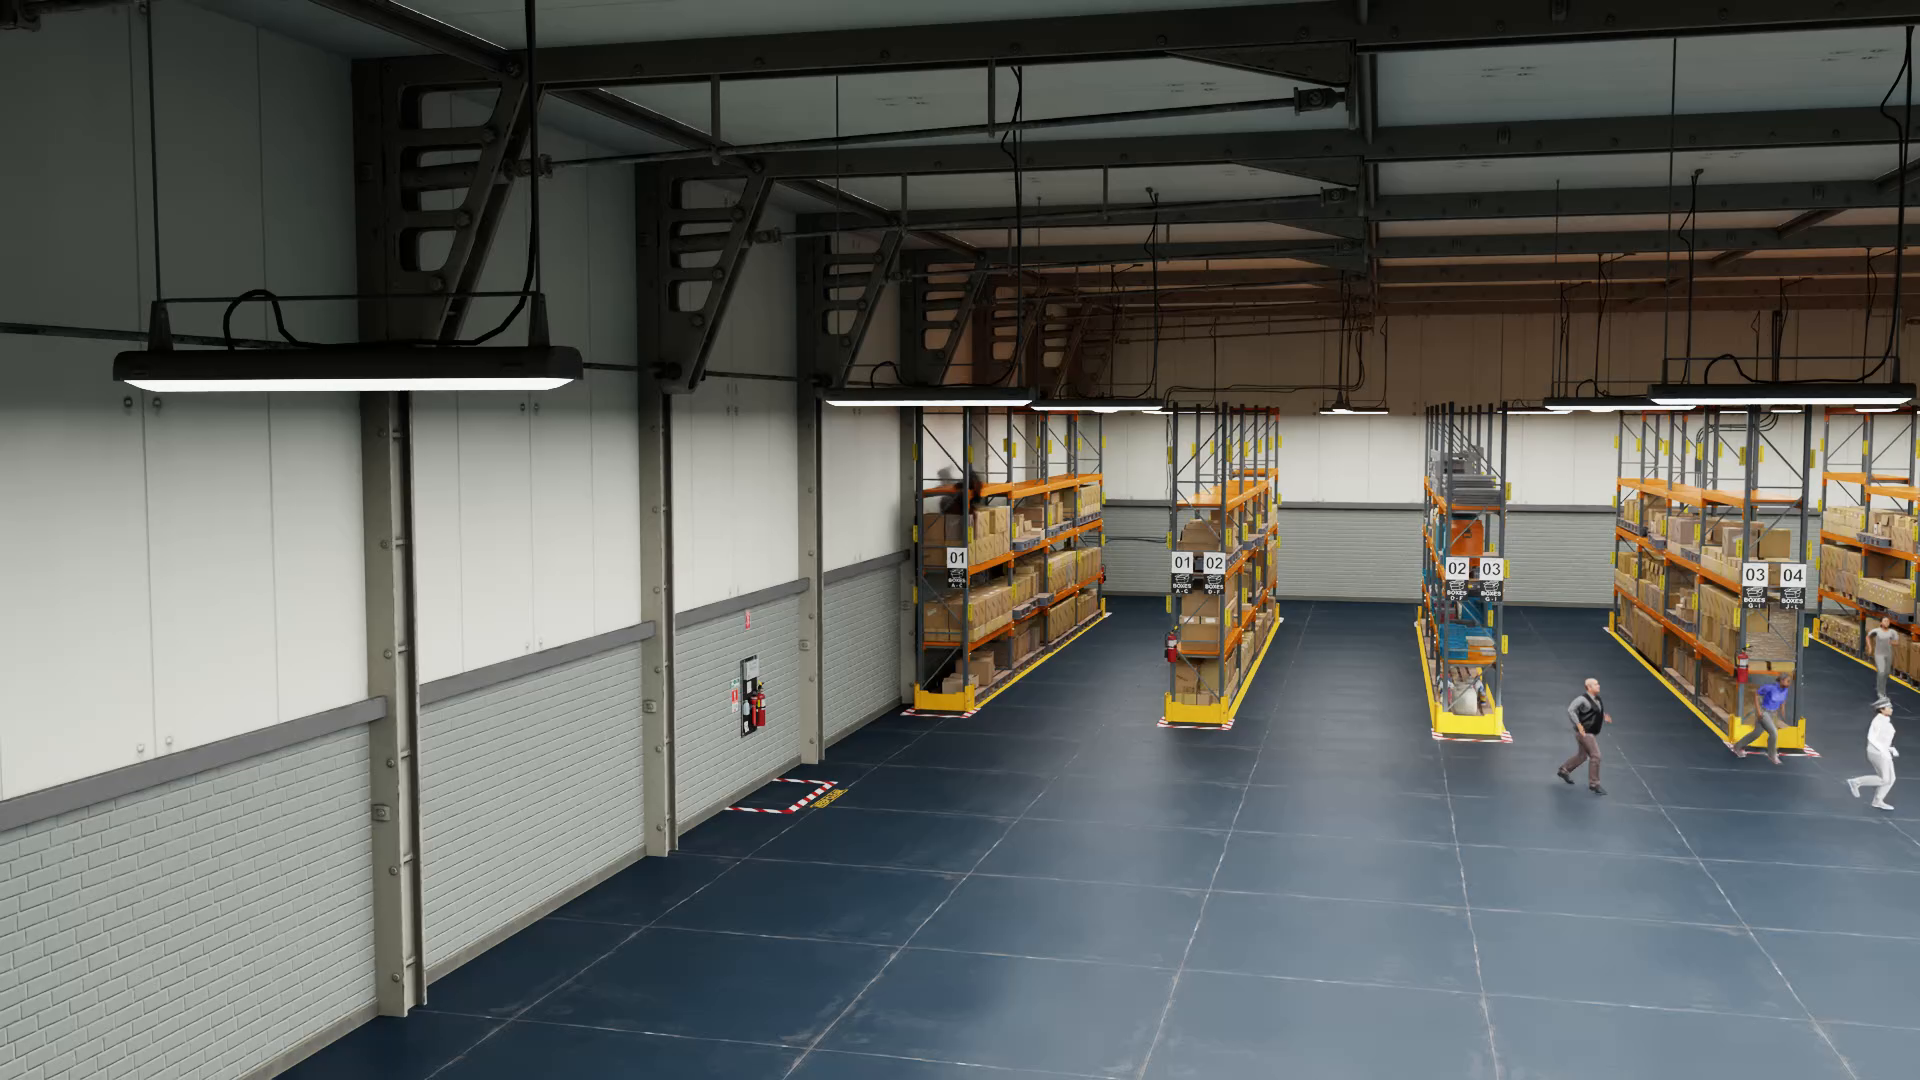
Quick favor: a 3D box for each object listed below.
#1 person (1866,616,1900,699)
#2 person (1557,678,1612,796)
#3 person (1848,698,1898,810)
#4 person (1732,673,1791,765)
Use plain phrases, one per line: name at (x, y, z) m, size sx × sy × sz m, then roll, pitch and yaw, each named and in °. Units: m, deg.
person at (18.730, 2.383, 33.744) m, size 0.541 × 1.715 × 0.830 m, roll 1°, pitch 4°, yaw 11°
person at (9.563, 2.976, 25.457) m, size 0.837 × 1.758 × 0.656 m, roll 4°, pitch 6°, yaw 41°
person at (13.395, 3.108, 24.384) m, size 0.593 × 1.648 × 0.603 m, roll 4°, pitch 6°, yaw 40°
person at (13.382, 2.939, 27.706) m, size 0.569 × 1.566 × 0.916 m, roll -2°, pitch 5°, yaw -29°
